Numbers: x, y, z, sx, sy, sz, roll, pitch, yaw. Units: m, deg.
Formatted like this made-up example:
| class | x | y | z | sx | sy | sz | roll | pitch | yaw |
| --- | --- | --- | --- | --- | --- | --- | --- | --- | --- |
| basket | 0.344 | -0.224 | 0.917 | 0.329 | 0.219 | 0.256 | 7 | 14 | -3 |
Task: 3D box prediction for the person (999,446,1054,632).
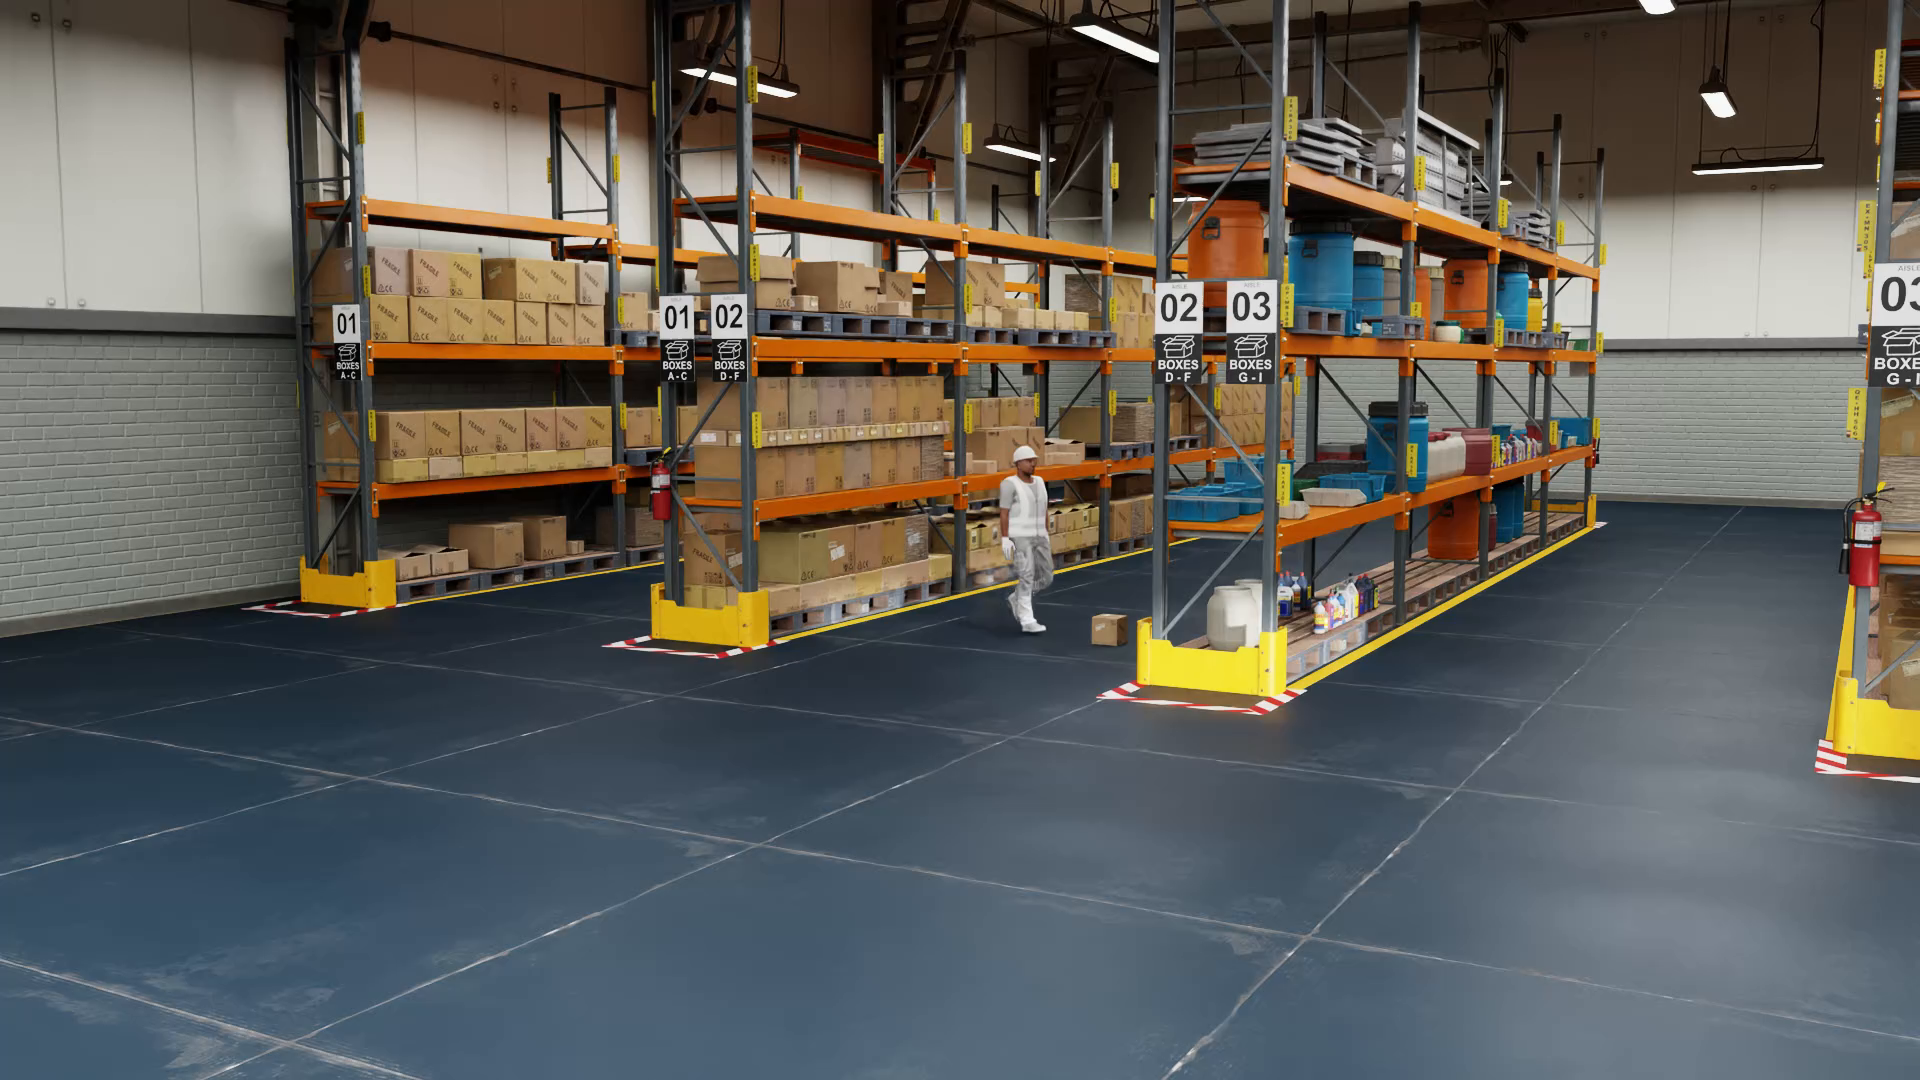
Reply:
| class | x | y | z | sx | sy | sz | roll | pitch | yaw |
| --- | --- | --- | --- | --- | --- | --- | --- | --- | --- |
| person | 0.637 | -0.015 | 15.976 | 0.594 | 1.778 | 0.629 | -5 | 8 | -40 |
